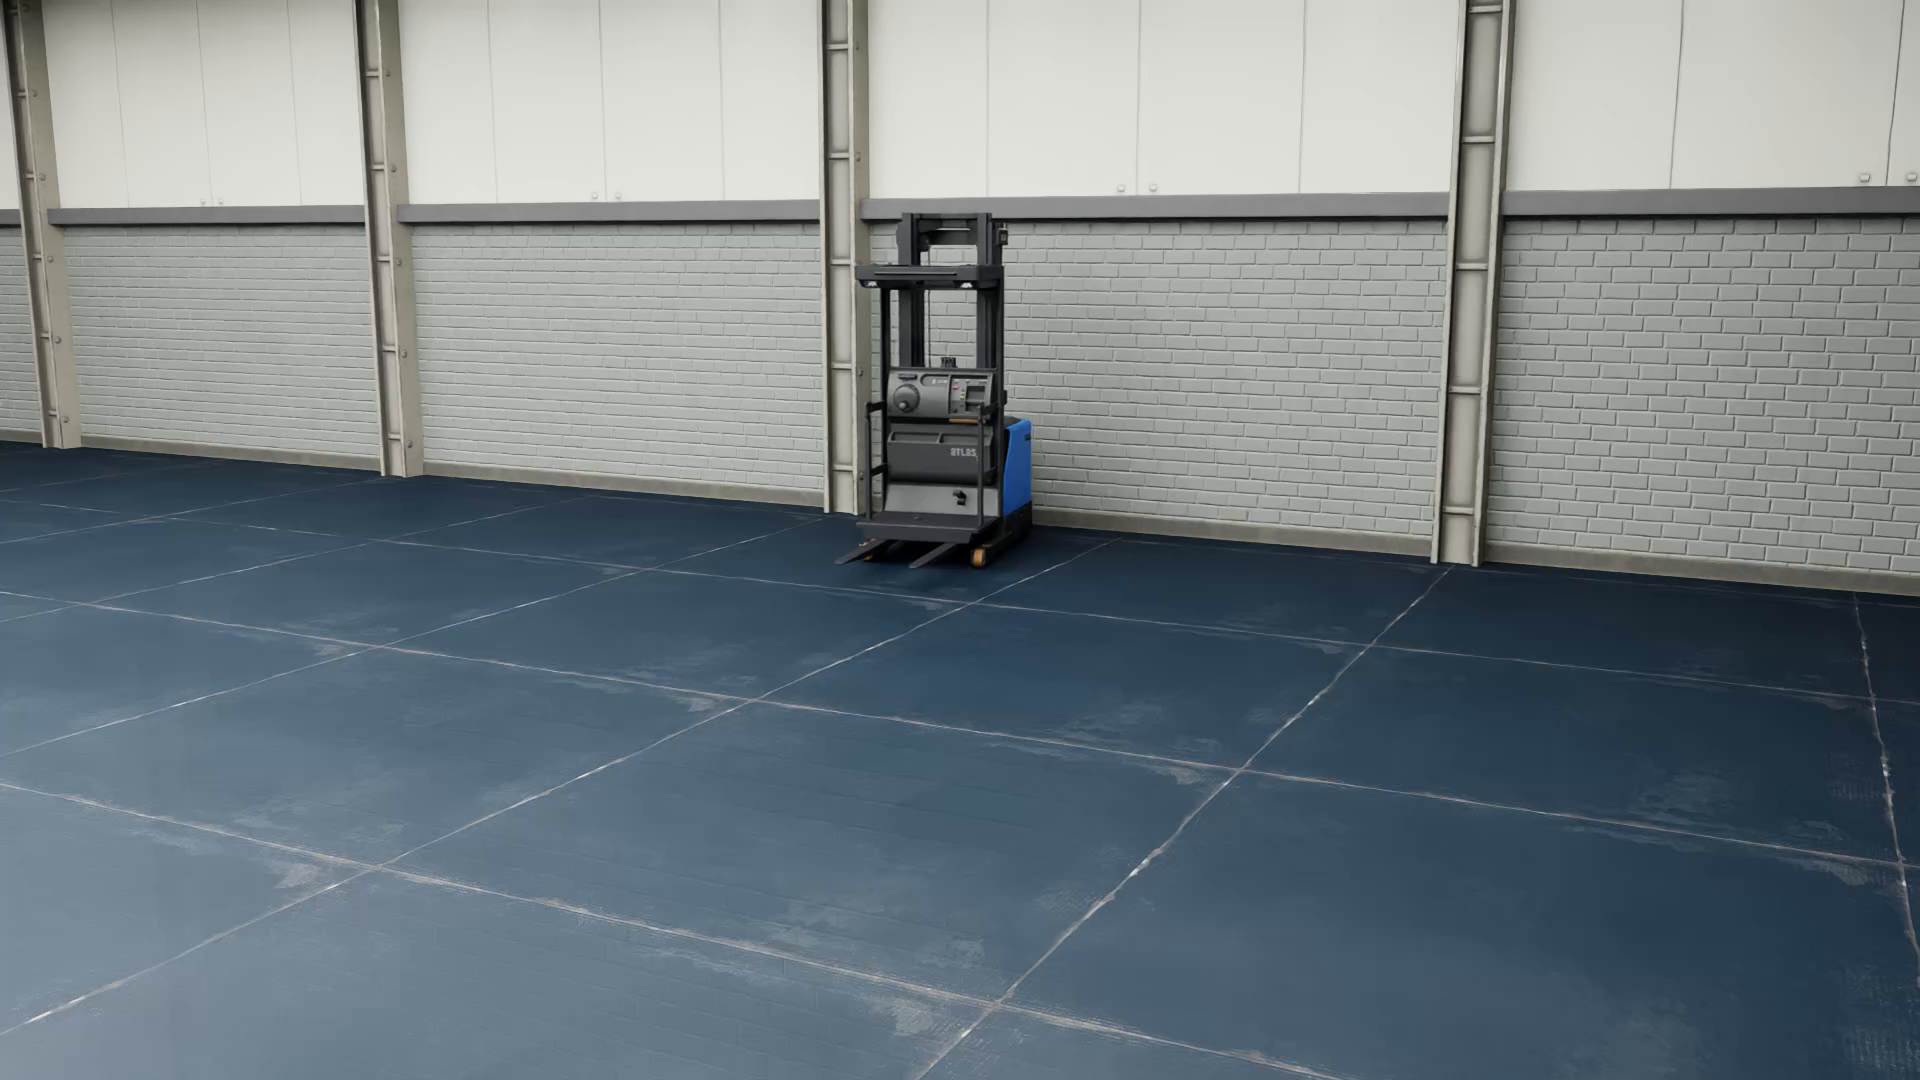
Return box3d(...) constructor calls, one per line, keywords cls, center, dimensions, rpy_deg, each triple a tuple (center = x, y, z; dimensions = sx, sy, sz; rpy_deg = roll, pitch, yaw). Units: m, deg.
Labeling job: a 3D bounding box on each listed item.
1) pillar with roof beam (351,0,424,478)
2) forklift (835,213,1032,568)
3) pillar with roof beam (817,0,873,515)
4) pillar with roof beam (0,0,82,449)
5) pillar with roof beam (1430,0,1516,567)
box3d(cls="pillar with roof beam", center=(-8.414, -4.502, 14.837), dimensions=(0.400, 9.000, 9.100), rpy_deg=(5, 11, 26))
box3d(cls="forklift", center=(-0.229, -1.286, 14.107), dimensions=(1.130, 2.935, 3.031), rpy_deg=(3, 11, 16))
box3d(cls="pillar with roof beam", center=(-3.033, -4.029, 12.225), dimensions=(0.400, 9.000, 9.100), rpy_deg=(5, 11, 26))
box3d(cls="pillar with roof beam", center=(-13.795, -4.975, 17.449), dimensions=(0.400, 9.000, 9.100), rpy_deg=(5, 11, 26))
box3d(cls="pillar with roof beam", center=(2.347, -3.556, 9.612), dimensions=(0.400, 9.000, 9.100), rpy_deg=(5, 11, 26))
